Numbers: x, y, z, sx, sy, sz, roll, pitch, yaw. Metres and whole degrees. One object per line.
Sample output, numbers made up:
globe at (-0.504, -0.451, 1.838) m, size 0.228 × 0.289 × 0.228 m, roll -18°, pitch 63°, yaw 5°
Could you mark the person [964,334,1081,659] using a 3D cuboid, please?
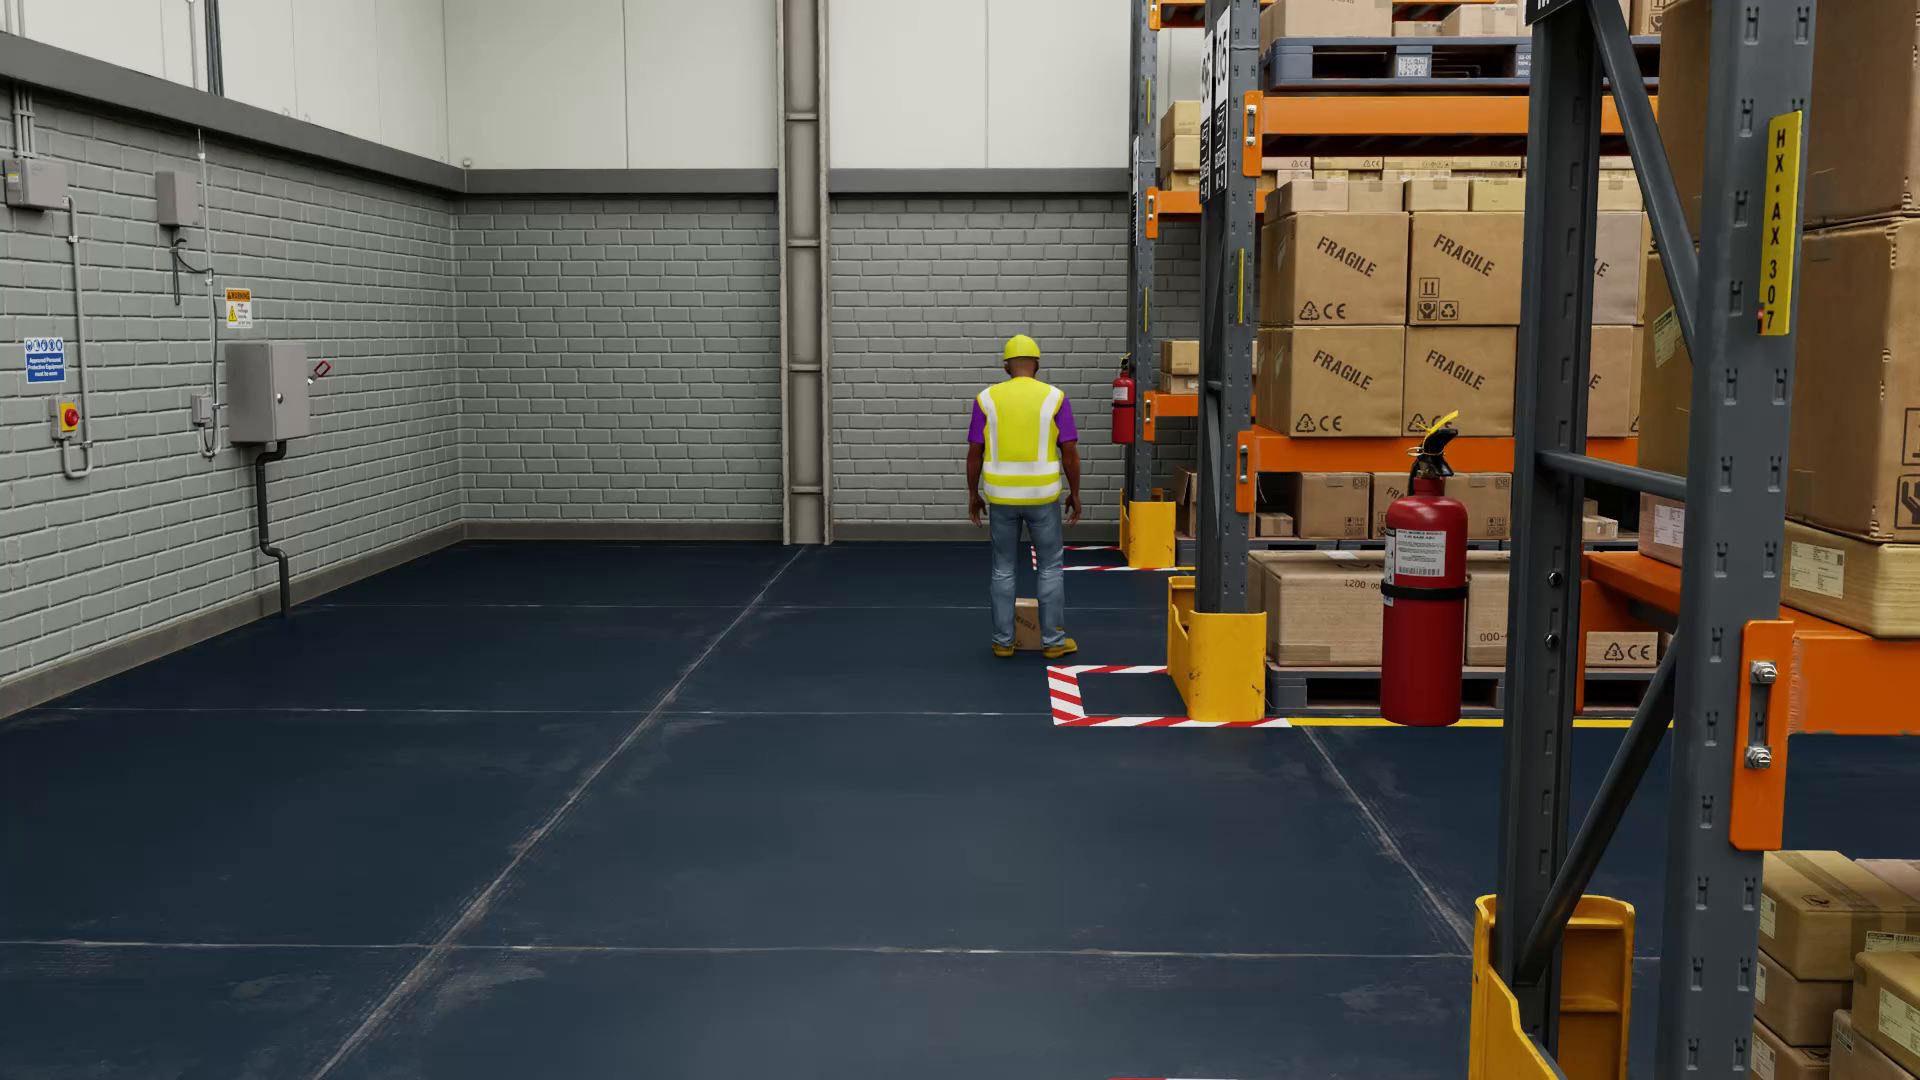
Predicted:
person at (0.345, -0.241, 9.126) m, size 0.635 × 1.756 × 0.453 m, roll 1°, pitch 7°, yaw 9°
